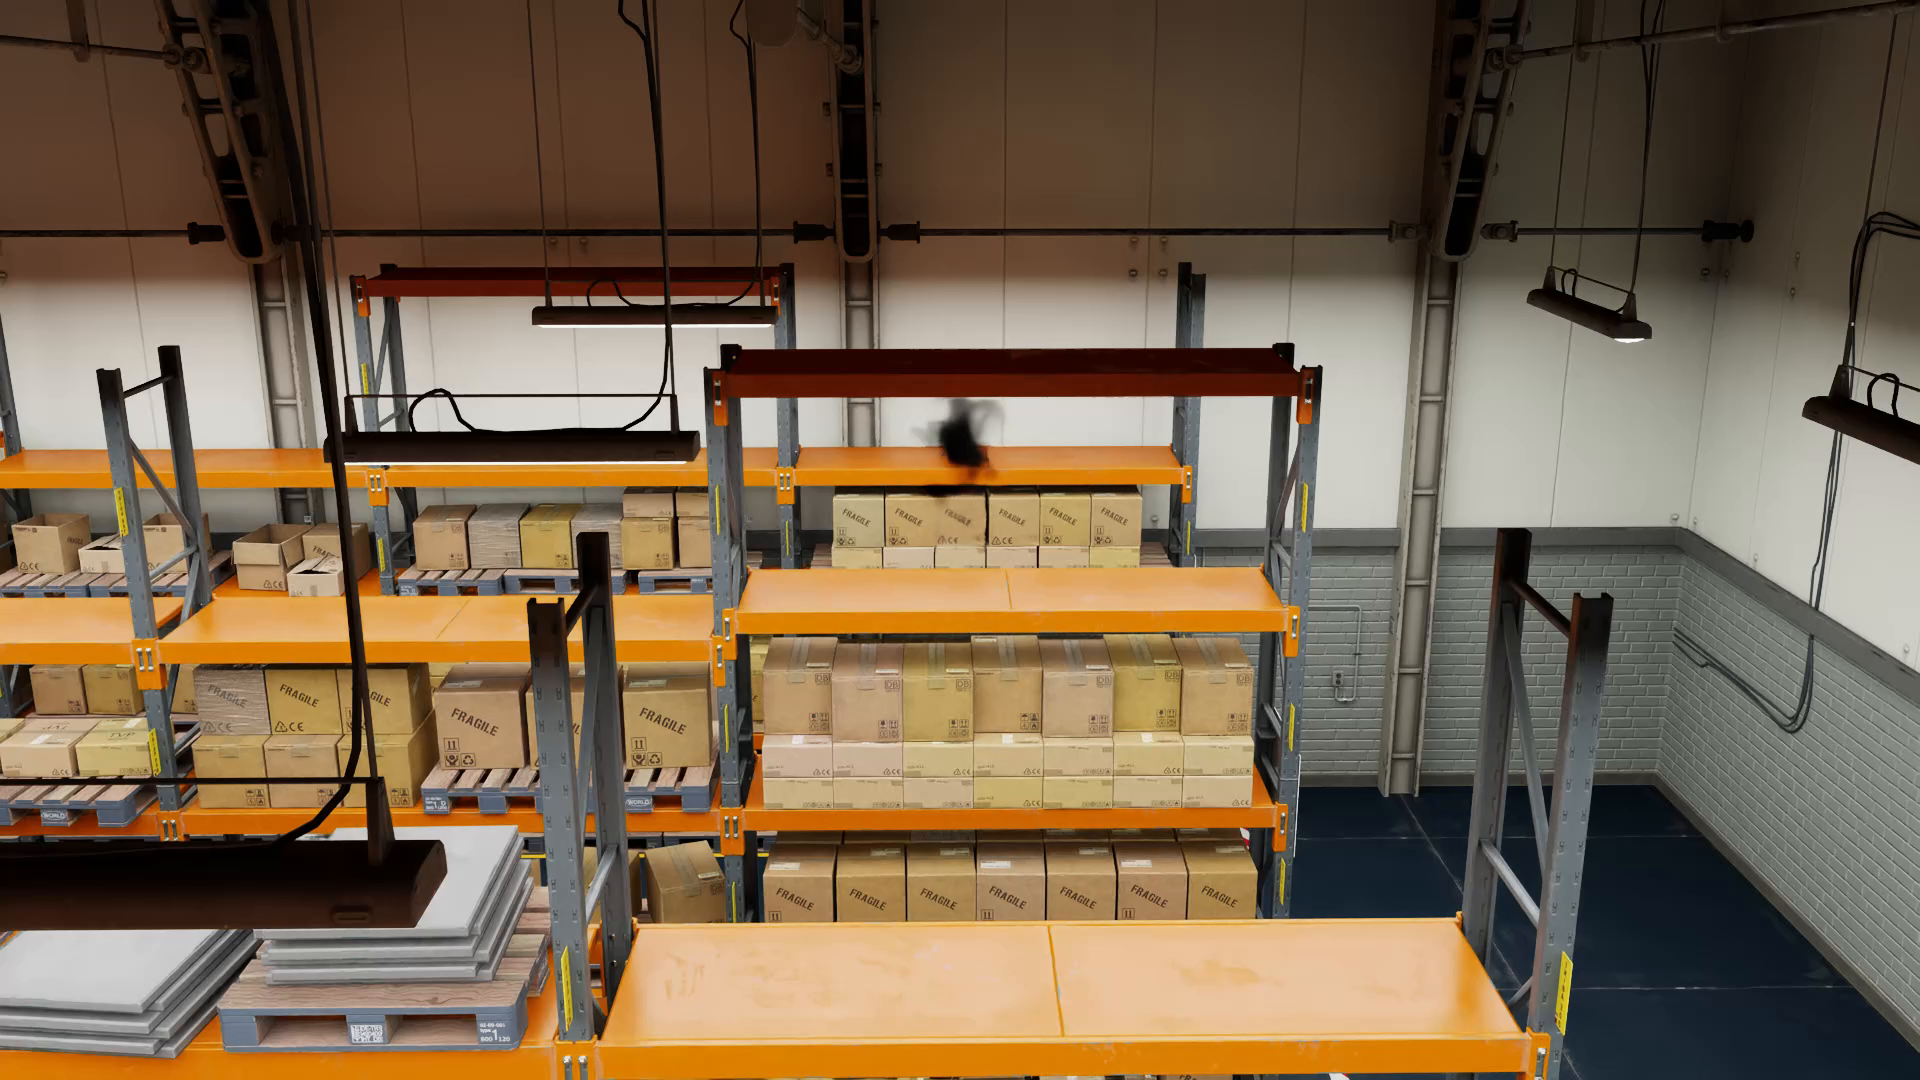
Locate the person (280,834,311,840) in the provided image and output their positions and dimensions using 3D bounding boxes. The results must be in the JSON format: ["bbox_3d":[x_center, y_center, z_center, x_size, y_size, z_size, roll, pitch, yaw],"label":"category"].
[{"bbox_3d":[-5.870,3.119,14.671,0.713,1.830,0.634,-2,16,-6],"label":"person"}]
